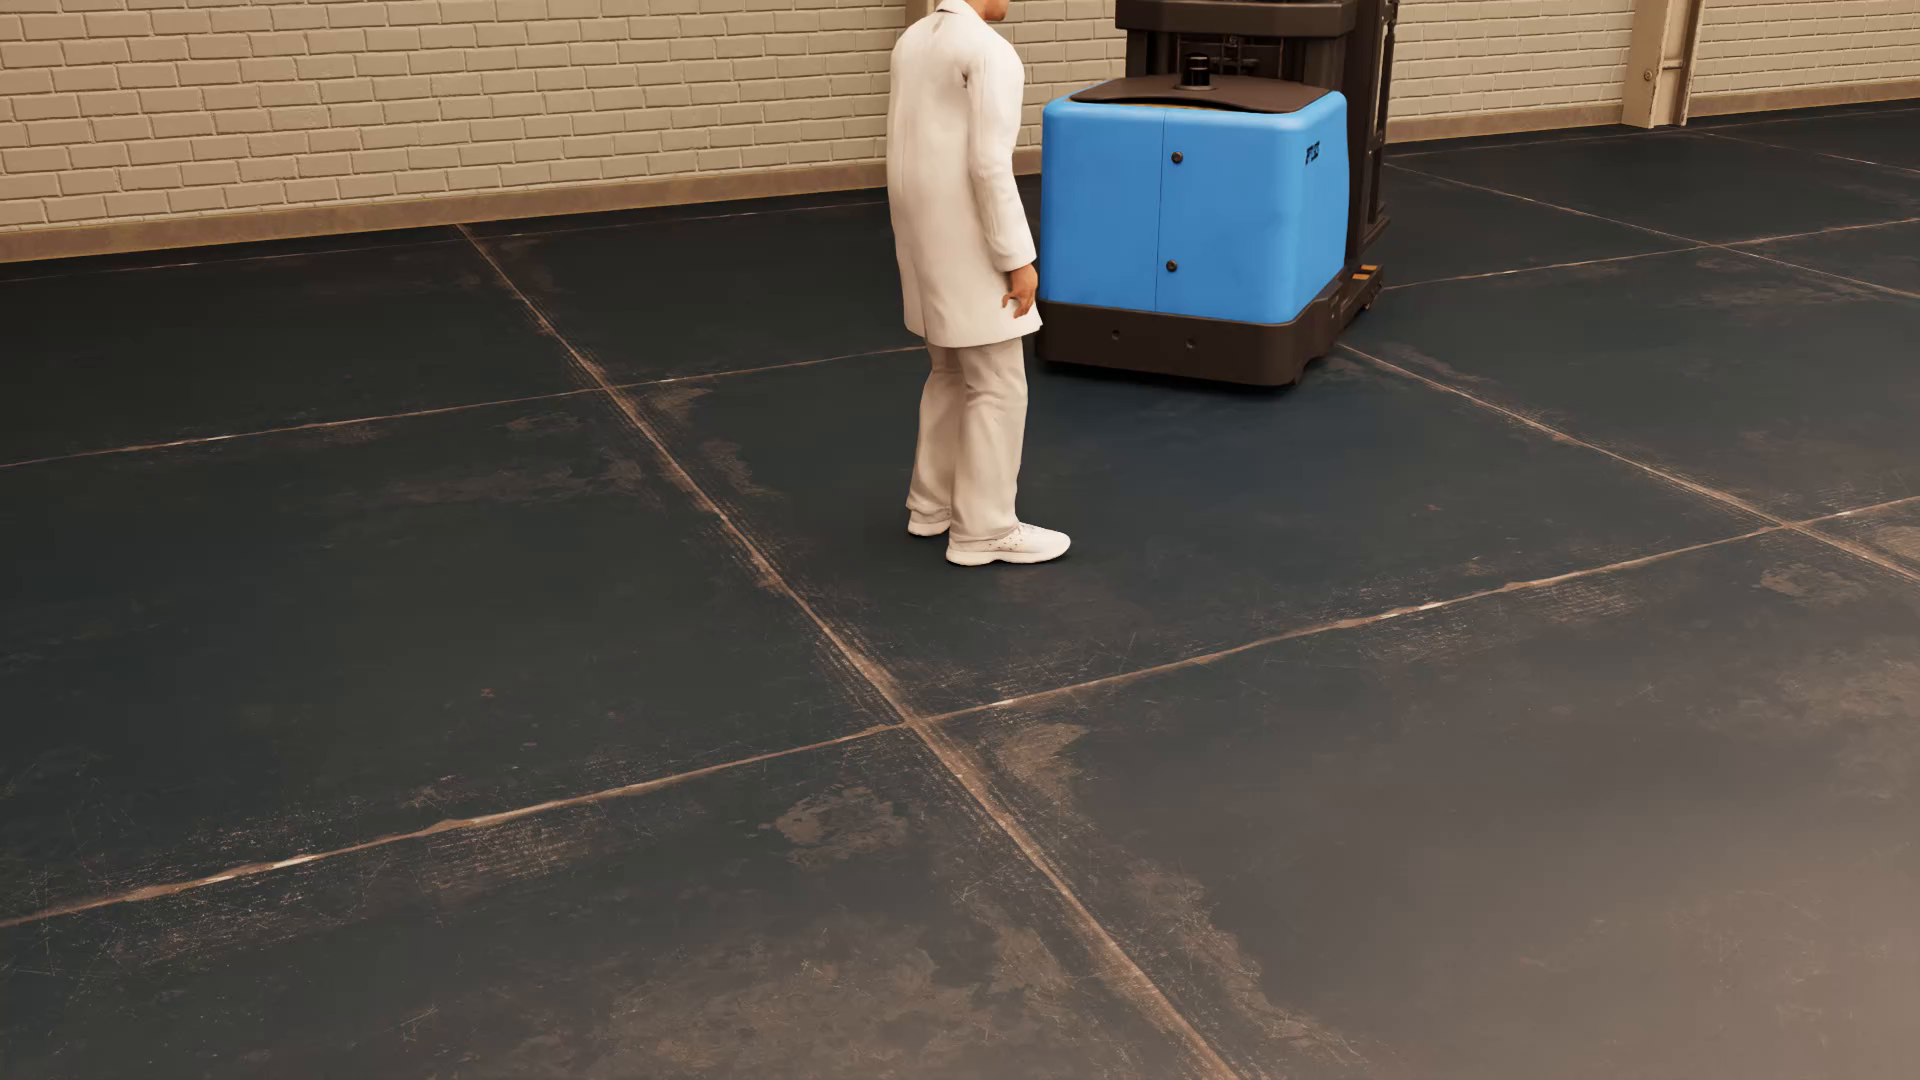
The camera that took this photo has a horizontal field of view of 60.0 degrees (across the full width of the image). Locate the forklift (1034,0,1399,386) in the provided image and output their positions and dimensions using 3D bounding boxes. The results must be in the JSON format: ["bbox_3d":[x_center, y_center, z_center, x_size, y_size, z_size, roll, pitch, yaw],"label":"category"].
[{"bbox_3d":[1.352,-2.471,7.235,1.130,2.935,3.031,9,24,22],"label":"forklift"}]

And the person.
[{"bbox_3d":[0.021,-0.831,4.797,0.434,1.772,0.645,-12,25,-26],"label":"person"}]
